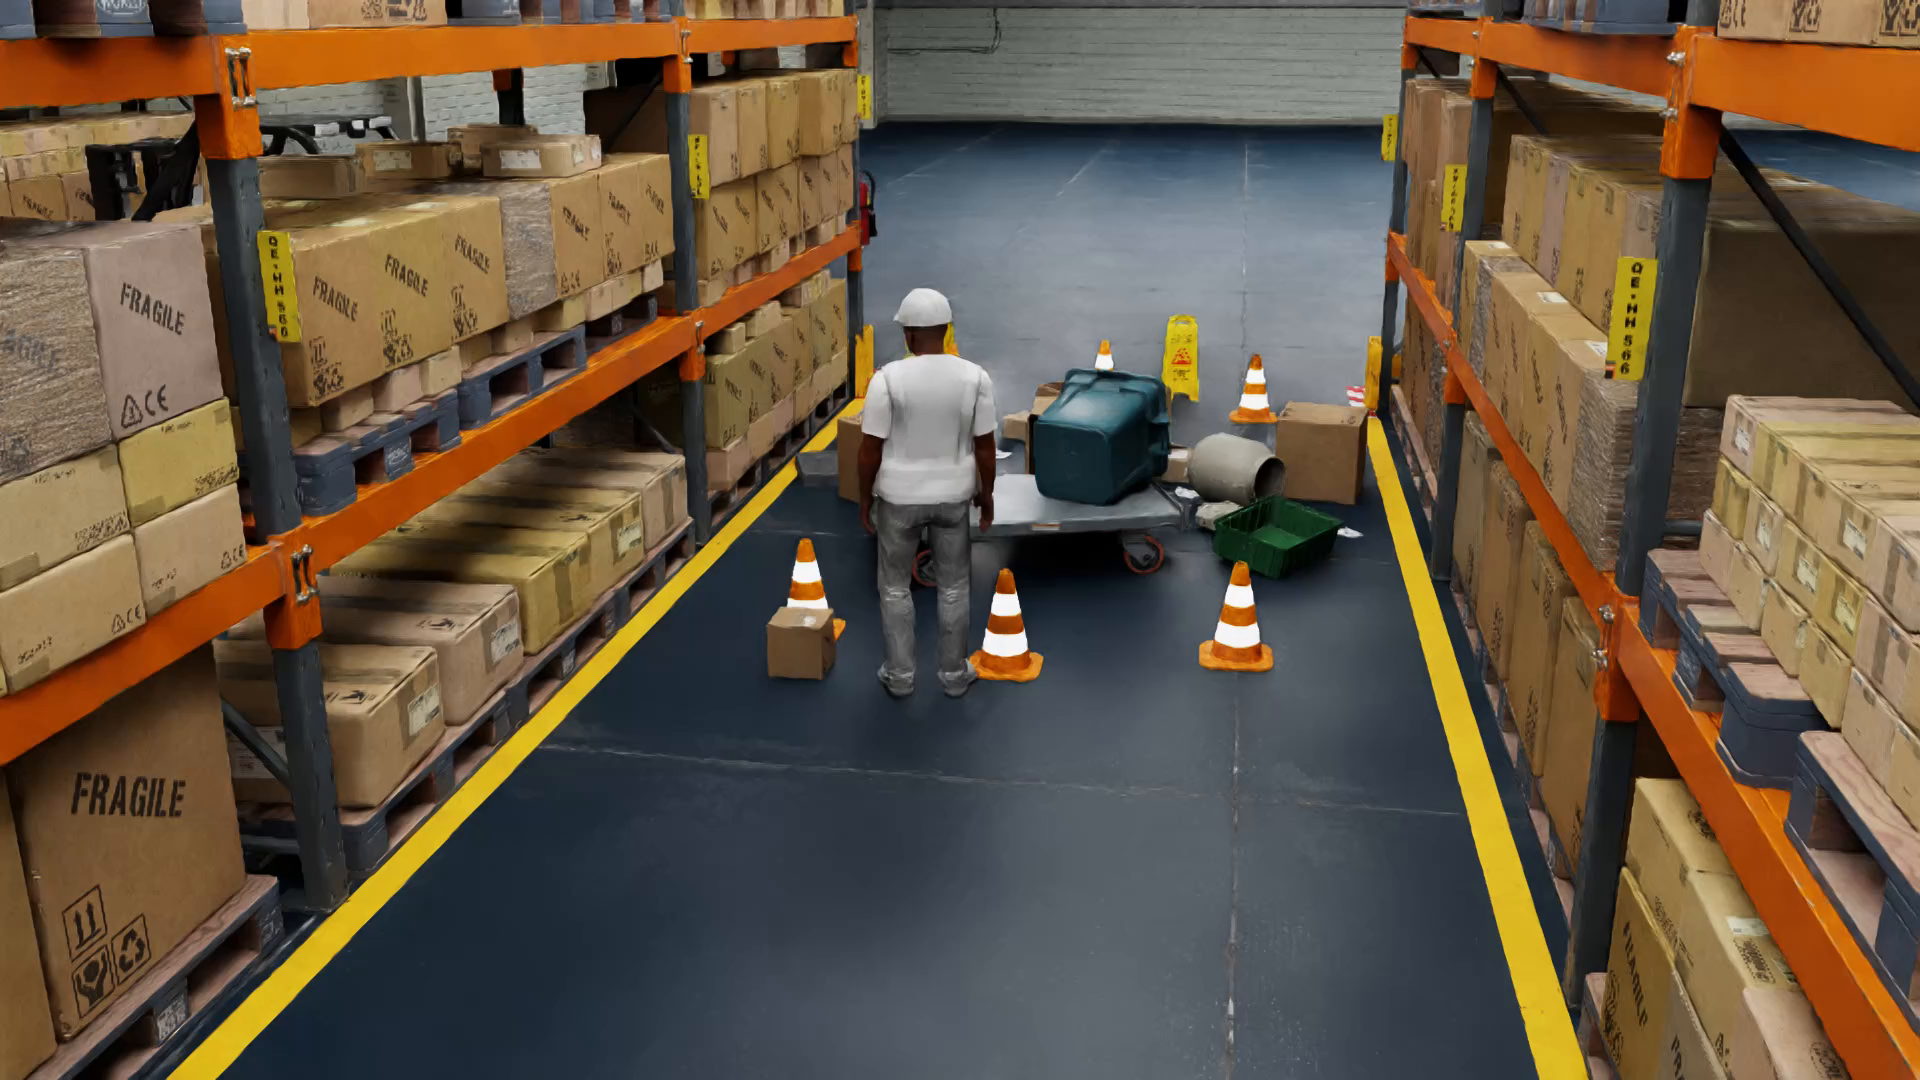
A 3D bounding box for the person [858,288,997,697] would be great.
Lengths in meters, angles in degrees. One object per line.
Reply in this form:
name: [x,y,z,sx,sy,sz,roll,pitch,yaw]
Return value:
person: [-0.145,-0.189,7.058,0.591,1.772,0.386,-4,18,-12]
